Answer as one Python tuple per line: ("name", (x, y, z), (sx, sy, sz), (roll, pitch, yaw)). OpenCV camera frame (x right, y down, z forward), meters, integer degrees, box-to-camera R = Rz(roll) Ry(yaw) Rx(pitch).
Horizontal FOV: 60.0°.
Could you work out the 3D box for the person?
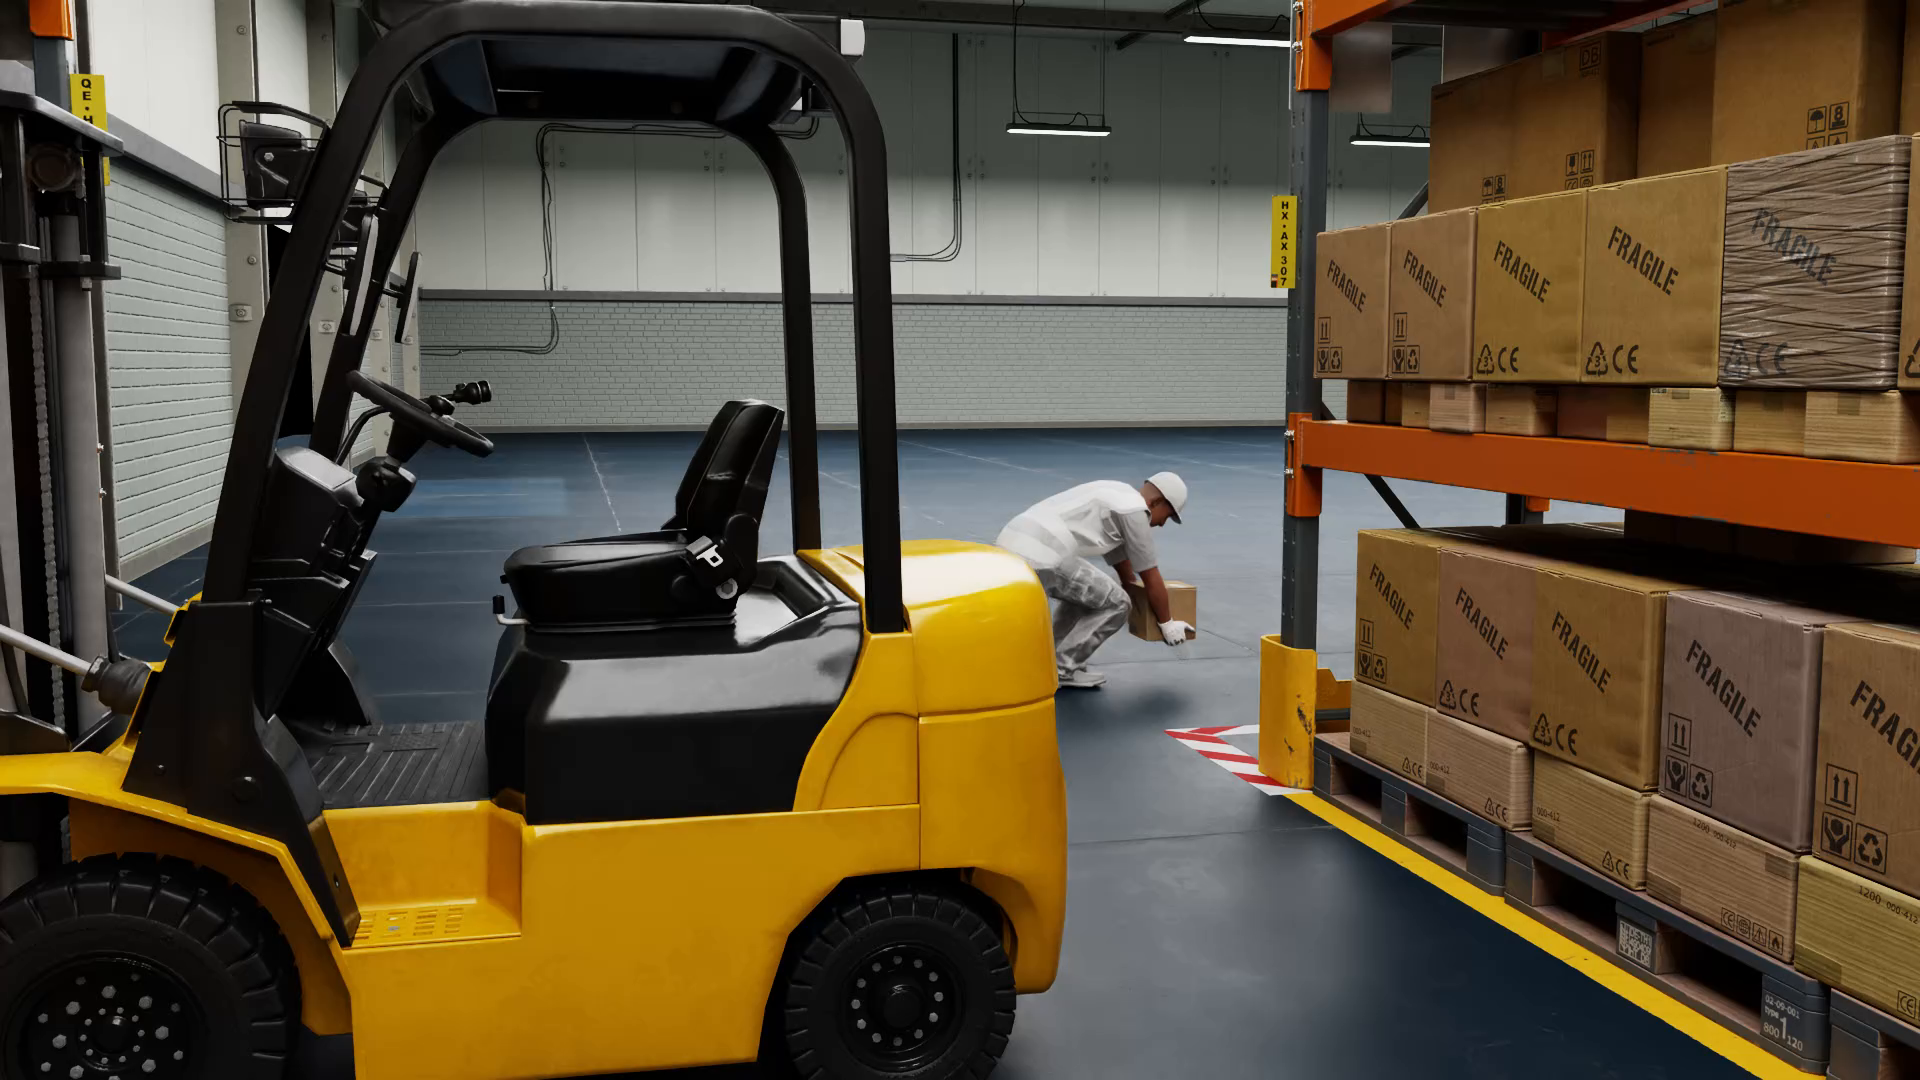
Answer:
("person", (0.631, 0.180, 7.888), (0.948, 0.992, 0.551), (-2, 6, -15))
